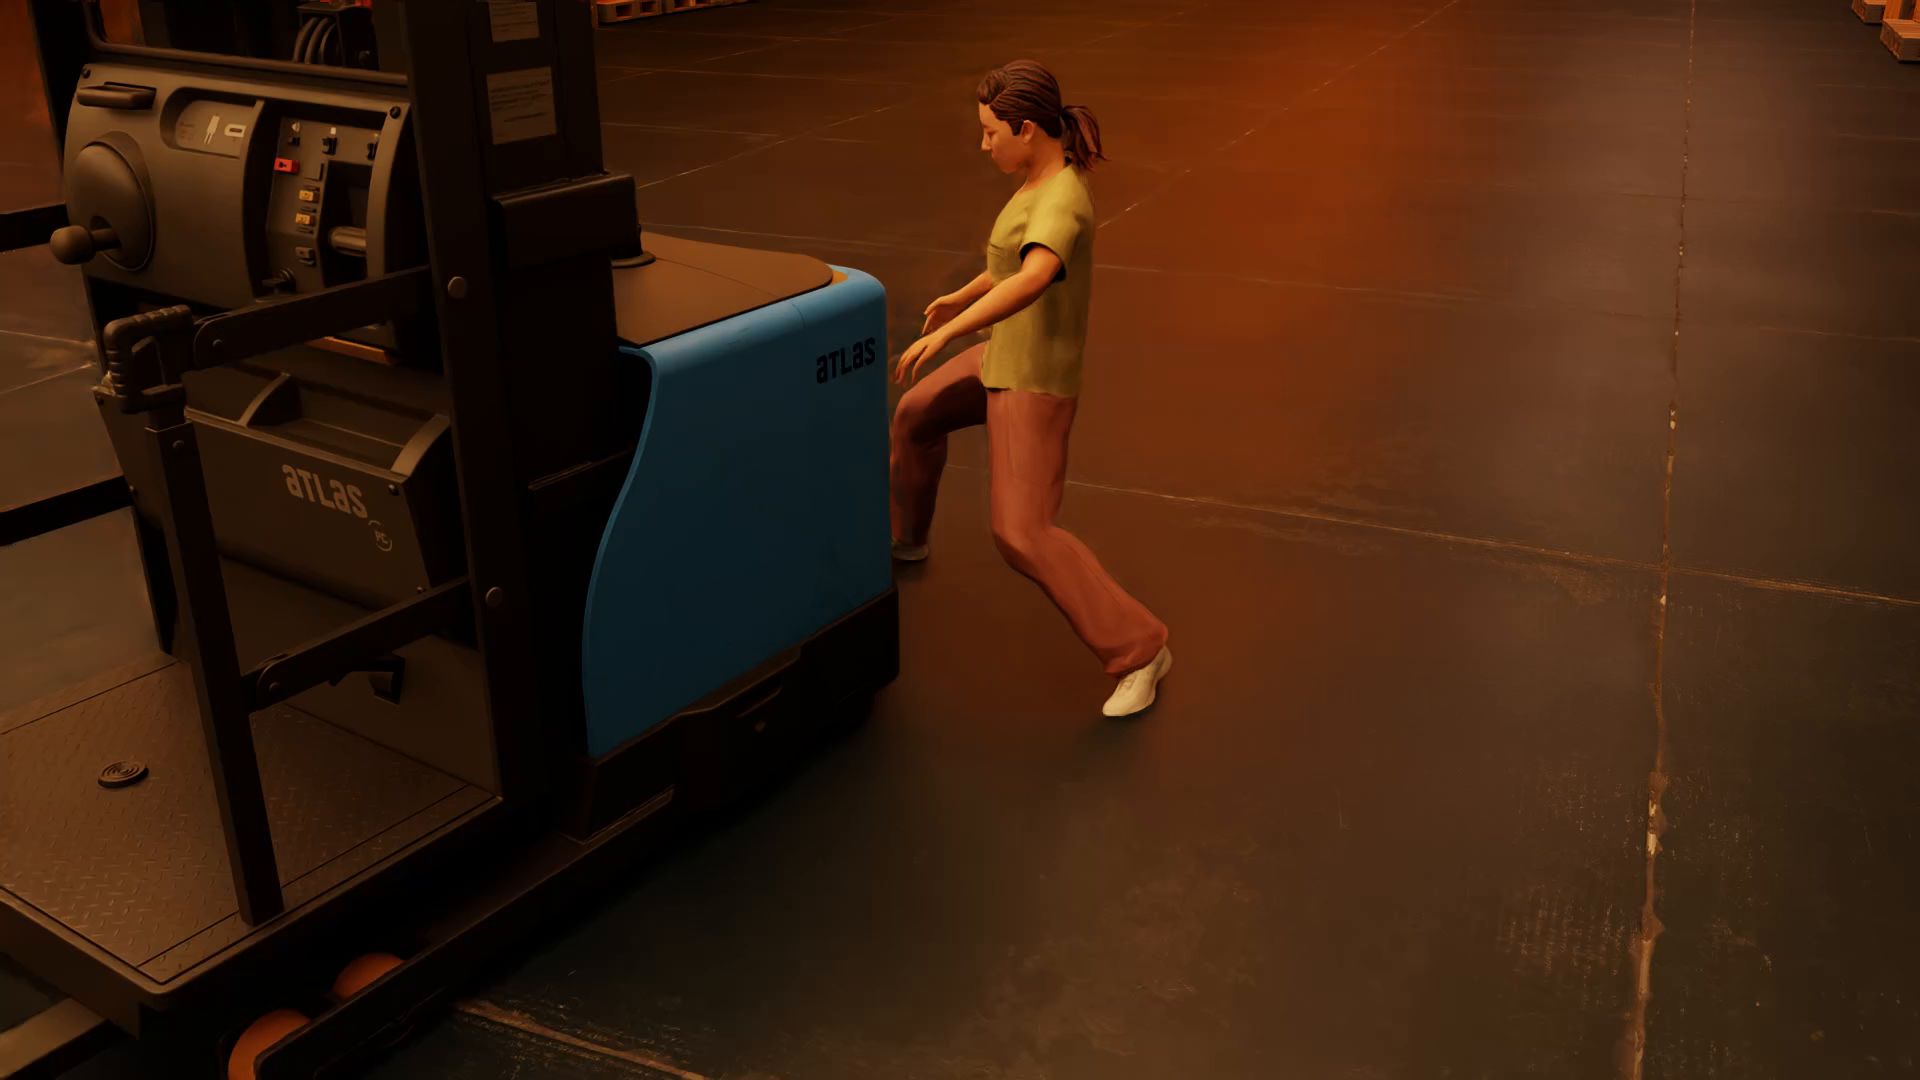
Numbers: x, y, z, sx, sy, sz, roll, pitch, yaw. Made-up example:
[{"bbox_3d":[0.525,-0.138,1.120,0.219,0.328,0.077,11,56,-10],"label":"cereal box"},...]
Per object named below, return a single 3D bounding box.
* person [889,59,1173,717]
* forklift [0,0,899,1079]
[{"bbox_3d":[0.076,-0.438,4.248,0.944,1.523,1.009,0,23,1],"label":"person"},{"bbox_3d":[-1.392,-0.601,2.730,1.130,2.935,3.031,15,27,31],"label":"forklift"}]
